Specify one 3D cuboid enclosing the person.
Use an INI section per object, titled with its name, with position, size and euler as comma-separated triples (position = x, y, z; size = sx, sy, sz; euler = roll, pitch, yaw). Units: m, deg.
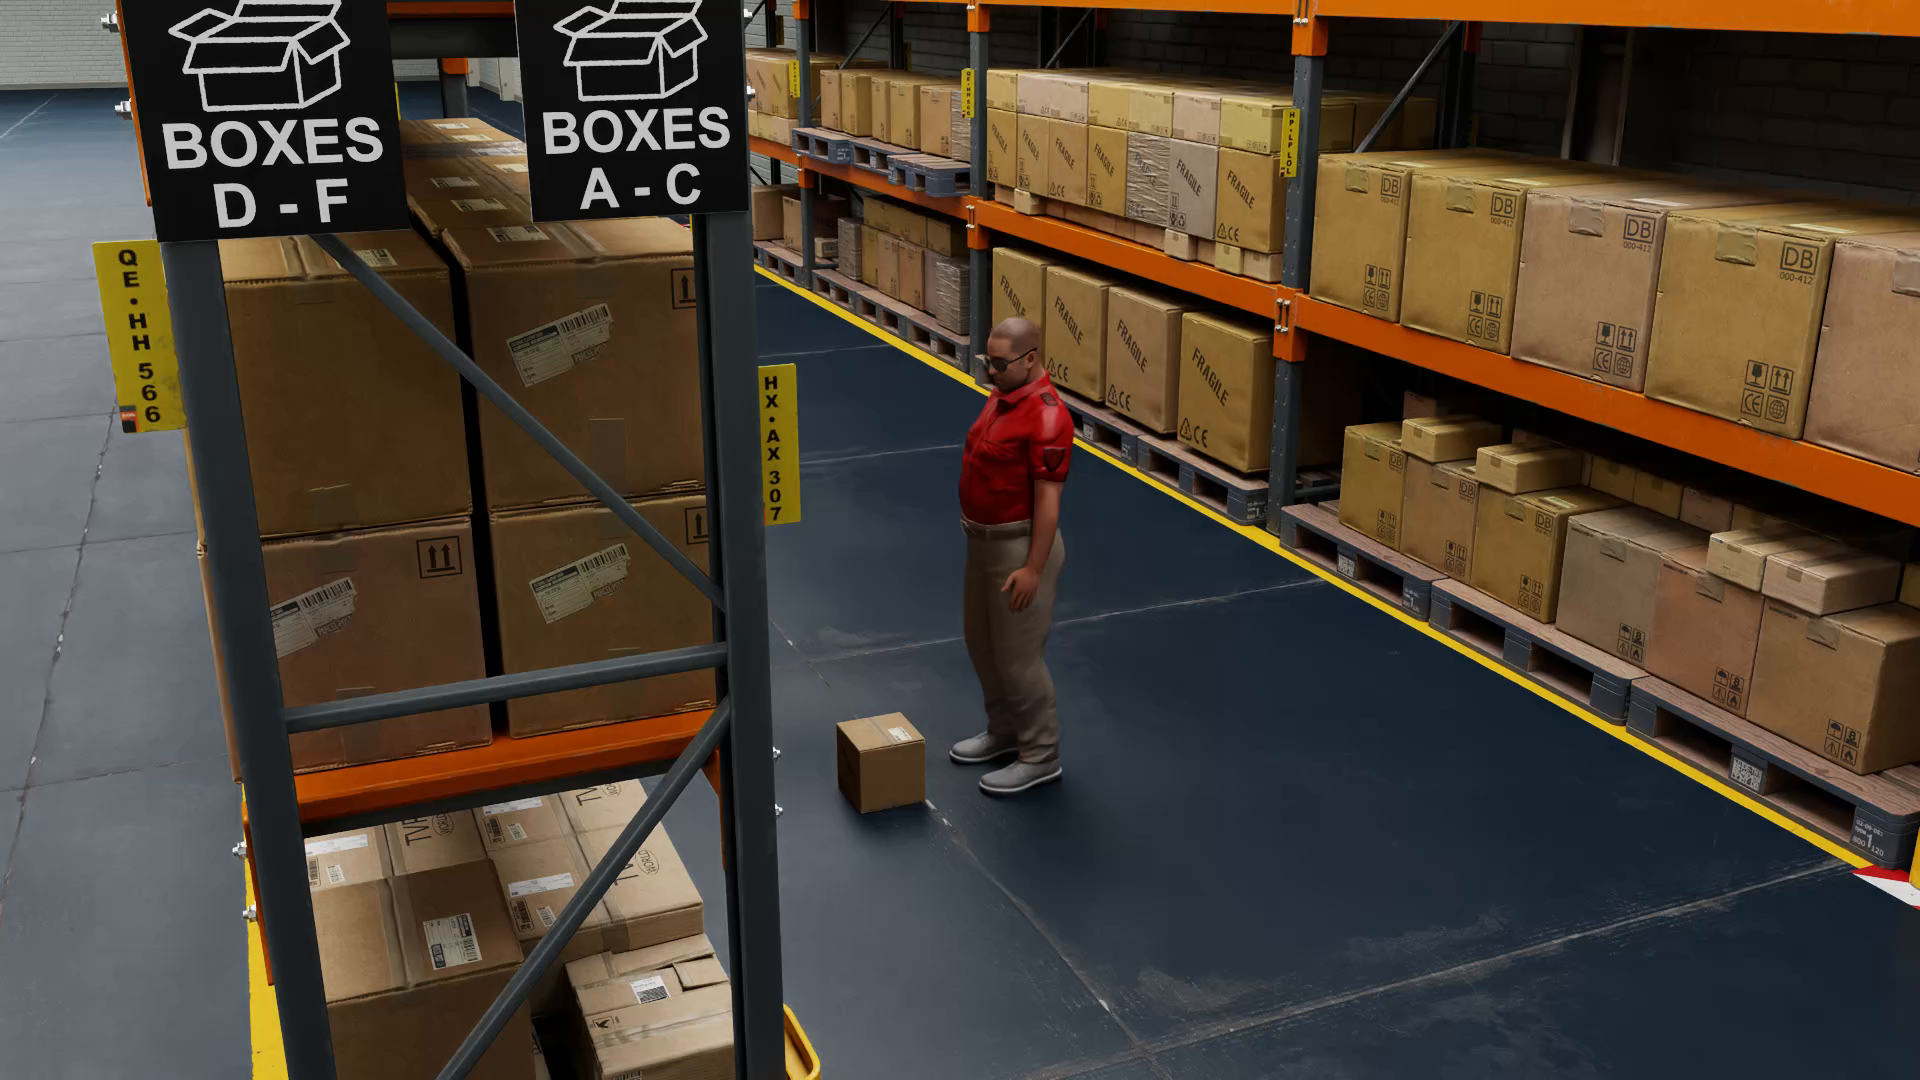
[person]
position = 0.184, 0.054, 5.949
size = 0.351, 1.721, 0.530
euler = -7, 20, -21
